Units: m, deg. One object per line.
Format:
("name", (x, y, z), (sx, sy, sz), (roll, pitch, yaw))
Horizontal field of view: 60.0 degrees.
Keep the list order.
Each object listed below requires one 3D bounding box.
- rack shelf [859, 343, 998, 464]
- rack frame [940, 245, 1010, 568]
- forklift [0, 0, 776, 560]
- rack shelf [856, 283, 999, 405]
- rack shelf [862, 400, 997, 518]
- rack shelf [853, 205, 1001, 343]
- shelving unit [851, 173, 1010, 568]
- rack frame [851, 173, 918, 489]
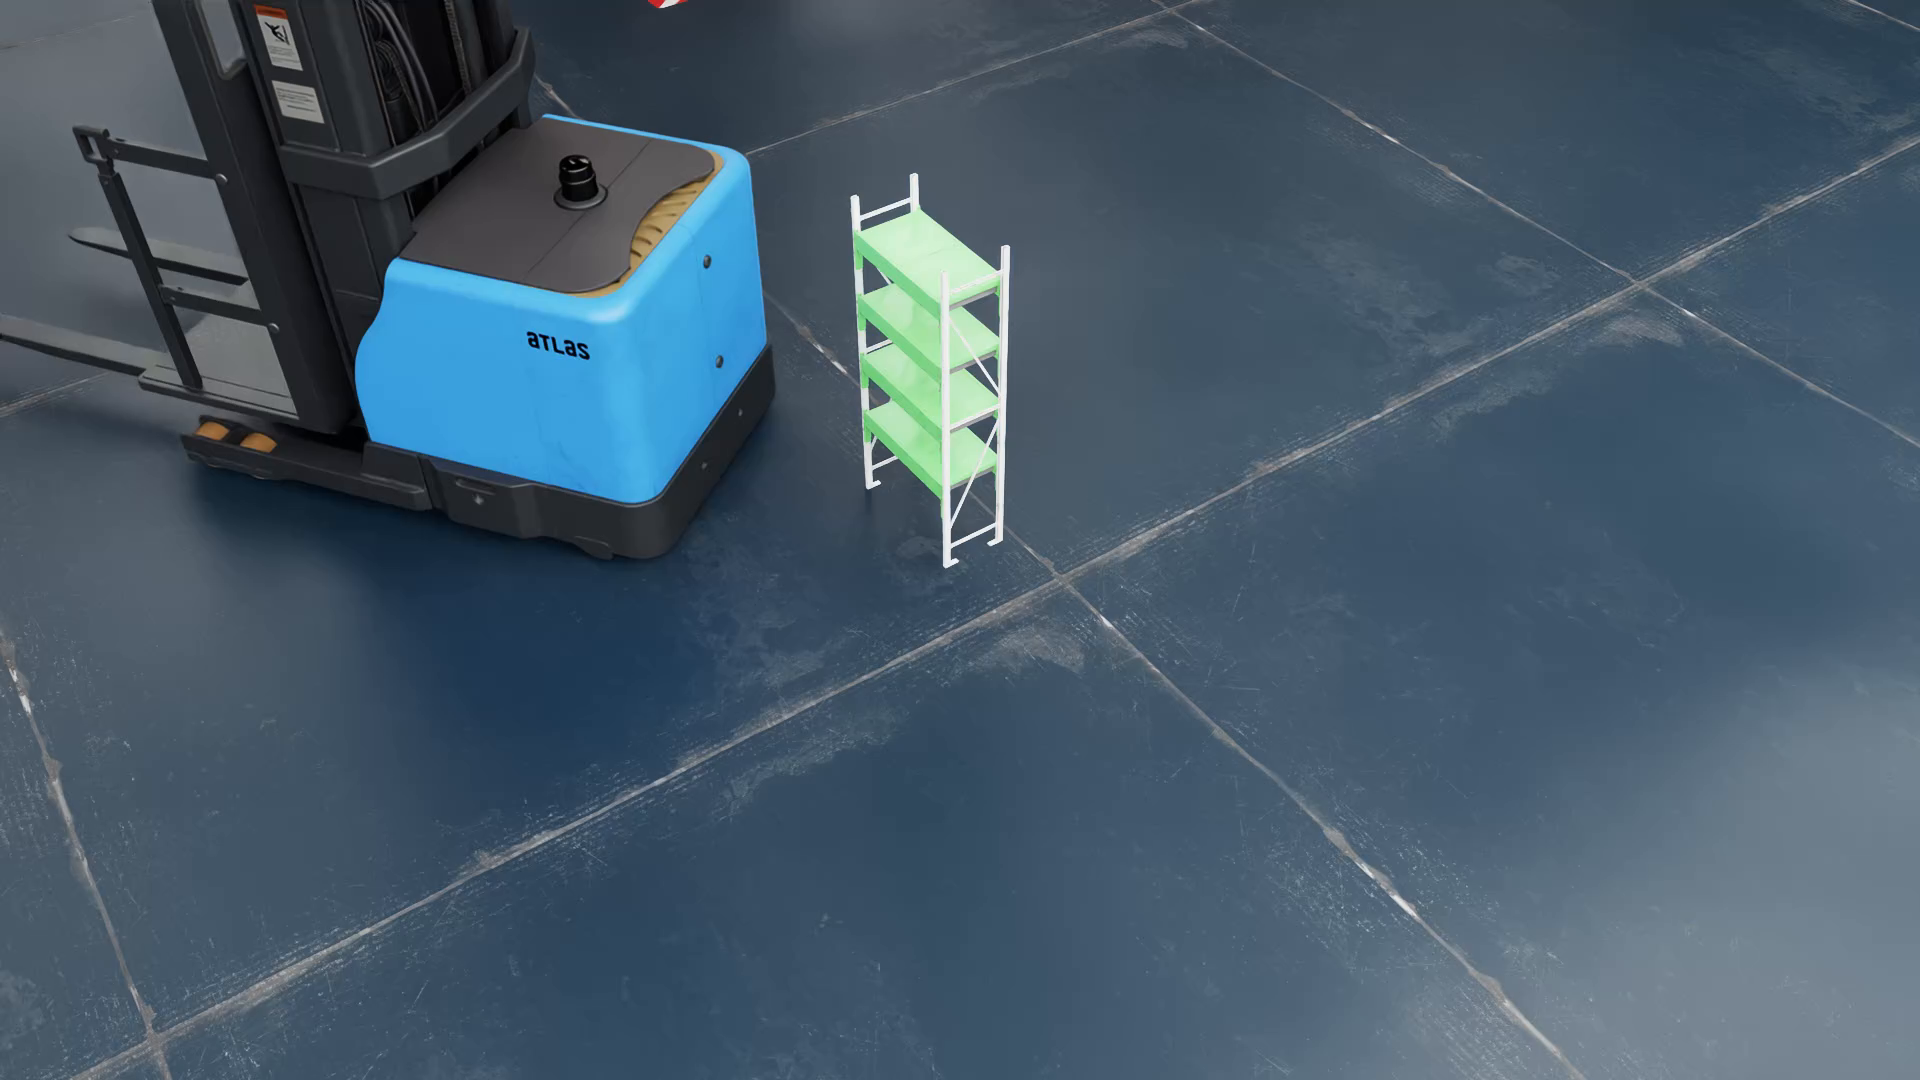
("rack shelf", (-0.095, -0.482, 5.478), (0.258, 0.148, 0.480), (-26, 49, -24))
("rack frame", (0.045, -0.390, 5.289), (0.240, 1.200, 0.015), (-26, 49, -24))
("forklift", (-2.262, -1.608, 5.311), (3.031, 2.935, 1.130), (13, 45, 14))
("rack shelf", (-0.095, -0.655, 5.312), (0.258, 0.148, 0.480), (-26, 49, -24))
("rack shelf", (-0.095, -0.308, 5.644), (0.258, 0.148, 0.480), (-26, 49, -24))
("rack shelf", (-0.095, -0.829, 5.147), (0.258, 0.148, 0.480), (-26, 49, -24))
("shelving unit", (-0.095, -0.528, 5.434), (0.258, 1.200, 0.503), (-26, 49, -24))
("rack frame", (-0.234, -0.666, 5.579), (0.240, 1.200, 0.015), (-26, 49, -24))
